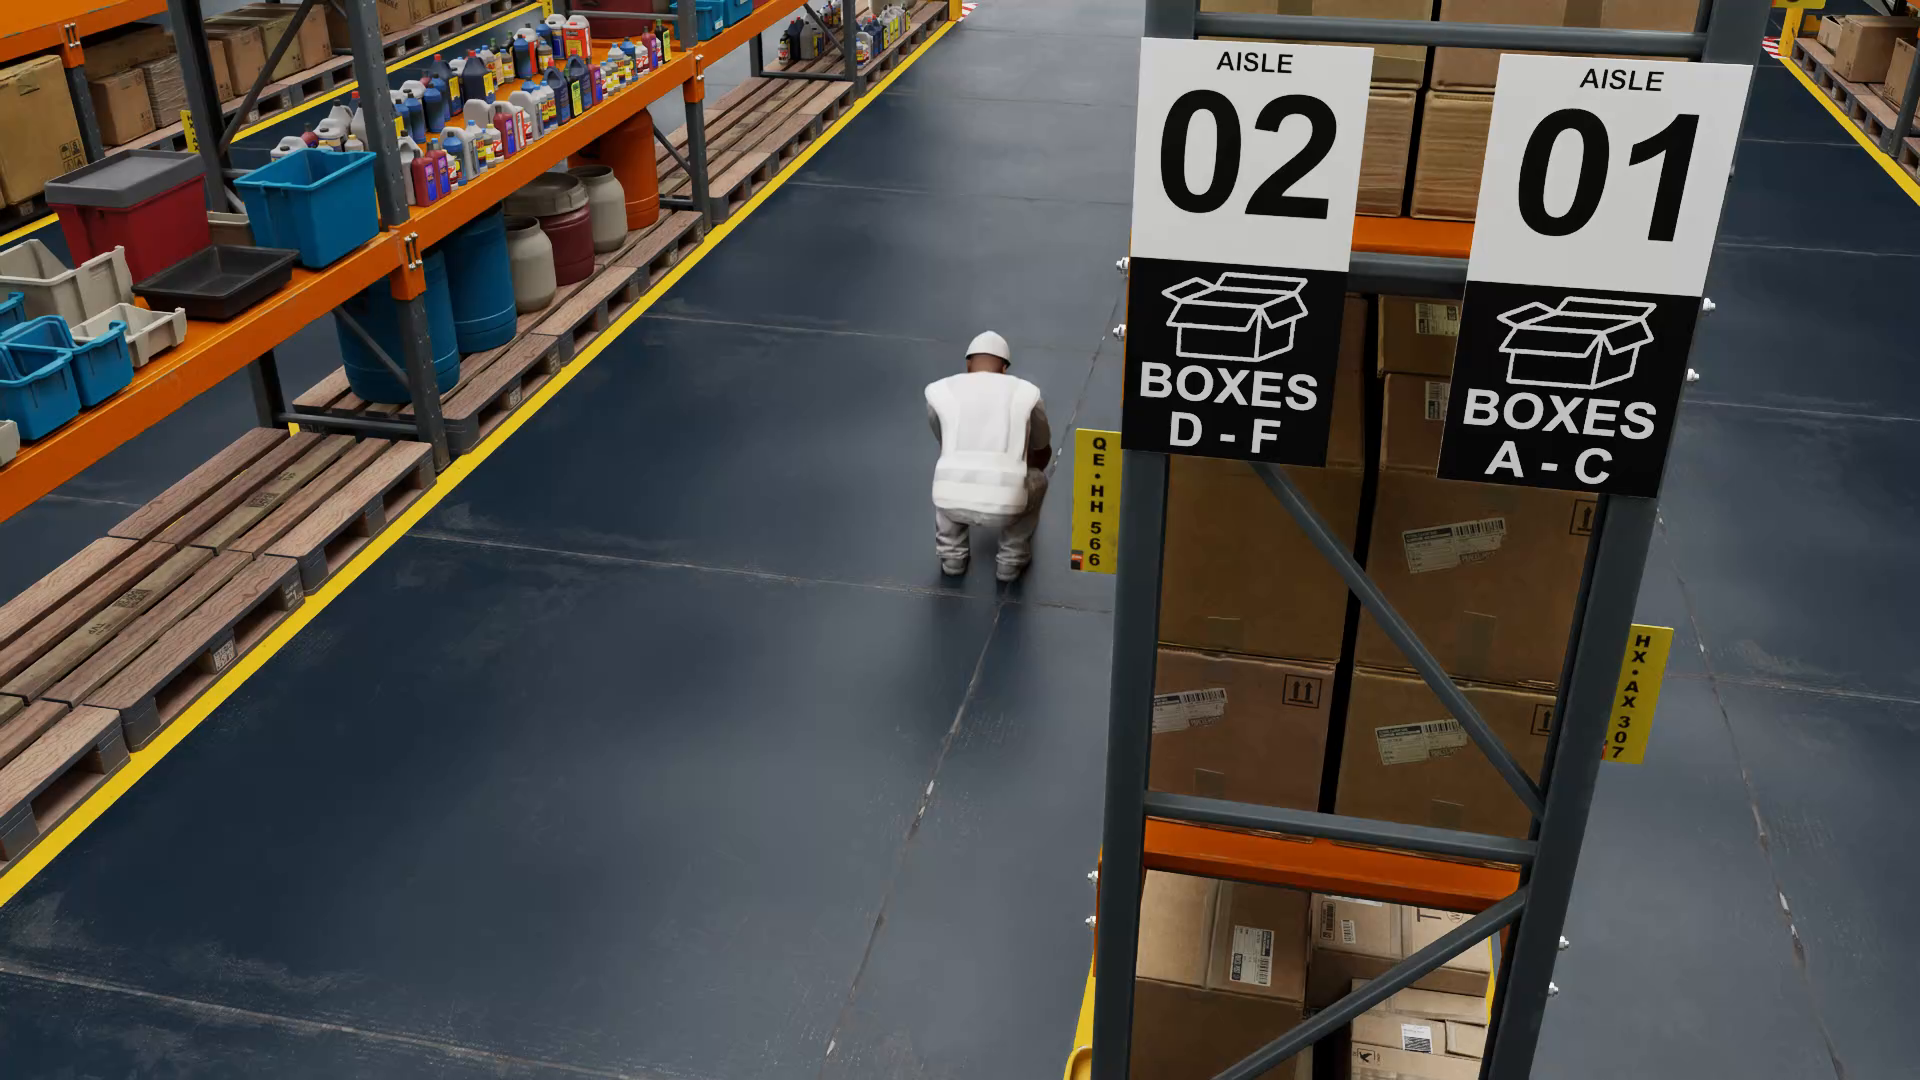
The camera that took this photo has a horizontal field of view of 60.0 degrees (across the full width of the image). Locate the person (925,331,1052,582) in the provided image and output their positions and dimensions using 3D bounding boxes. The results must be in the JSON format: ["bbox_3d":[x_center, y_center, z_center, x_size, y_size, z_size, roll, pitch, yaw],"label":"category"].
[{"bbox_3d":[0.115,-0.383,7.645,0.576,0.991,0.903,6,29,11],"label":"person"}]
